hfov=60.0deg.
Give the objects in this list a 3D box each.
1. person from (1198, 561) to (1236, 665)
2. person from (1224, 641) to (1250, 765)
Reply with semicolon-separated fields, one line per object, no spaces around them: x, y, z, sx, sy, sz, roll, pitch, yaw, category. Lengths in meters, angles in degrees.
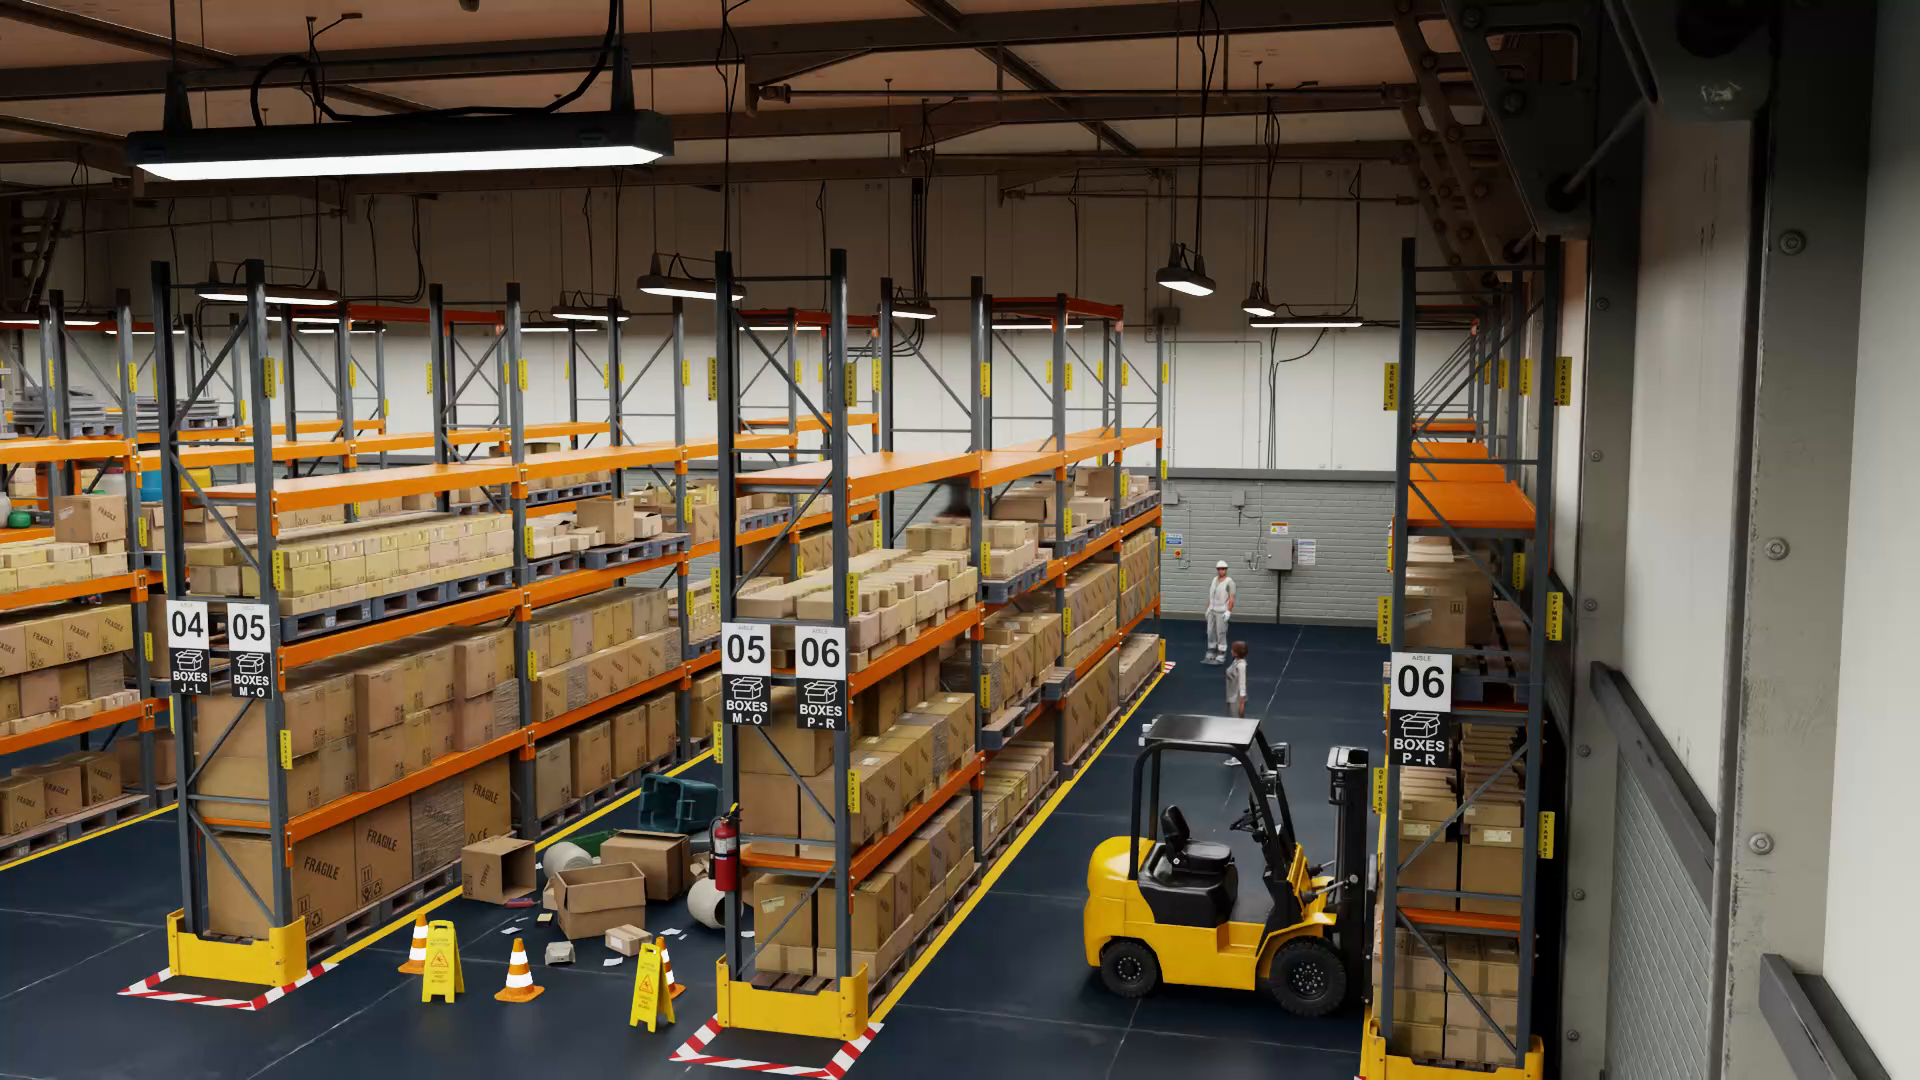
4.452;1.264;28.555;0.488;1.820;0.605;-3;7;-26;person
3.592;2.098;21.507;0.340;1.602;0.478;2;6;15;person
